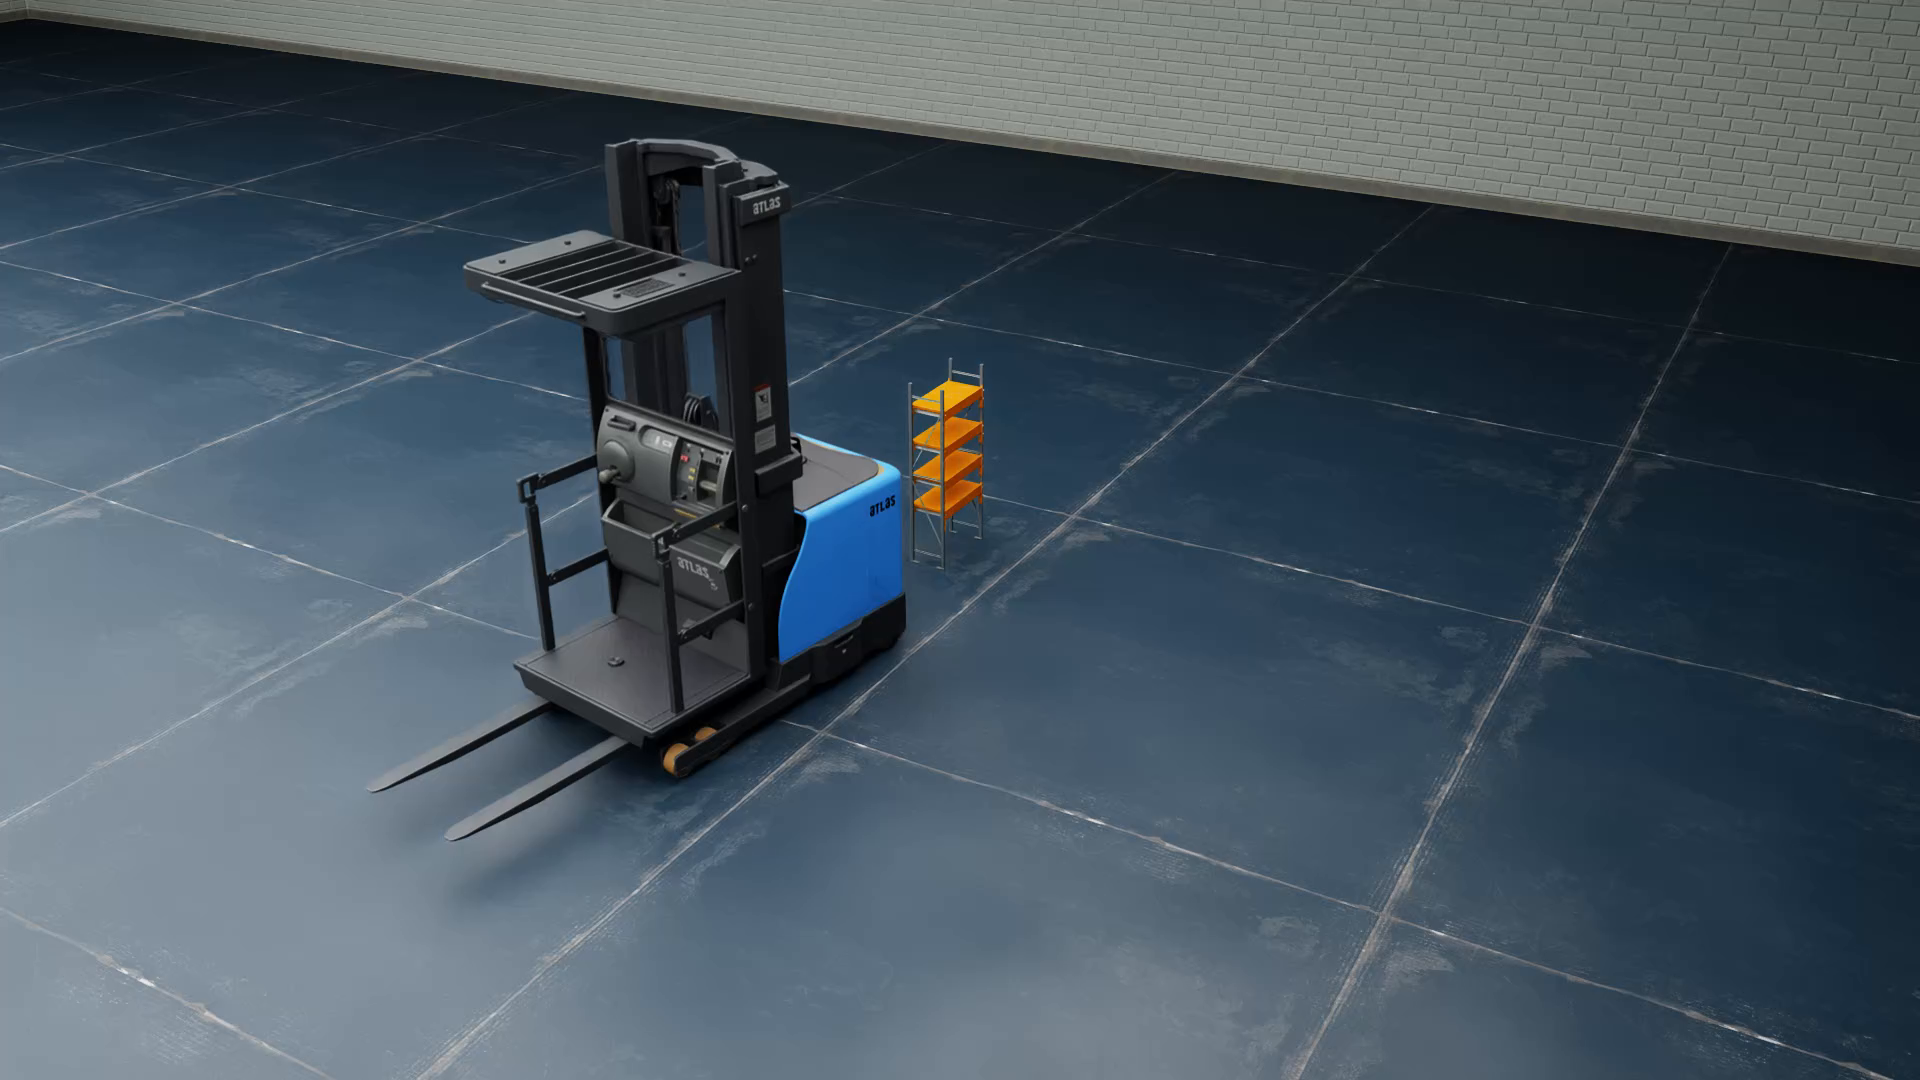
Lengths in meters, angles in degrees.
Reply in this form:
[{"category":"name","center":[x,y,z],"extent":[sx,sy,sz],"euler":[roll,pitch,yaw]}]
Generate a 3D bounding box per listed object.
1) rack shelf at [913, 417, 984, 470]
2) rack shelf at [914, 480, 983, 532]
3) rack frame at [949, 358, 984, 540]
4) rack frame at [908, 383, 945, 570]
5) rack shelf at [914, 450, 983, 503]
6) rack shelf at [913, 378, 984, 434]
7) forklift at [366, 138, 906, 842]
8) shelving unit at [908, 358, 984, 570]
[{"category":"rack shelf","center":[-0.081,-0.612,10.283],"extent":[0.258,0.148,0.480],"euler":[14,30,26]},{"category":"rack shelf","center":[-0.081,-0.234,10.472],"extent":[0.258,0.148,0.480],"euler":[14,30,26]},{"category":"rack frame","center":[0.039,-0.567,10.543],"extent":[0.240,1.200,0.015],"euler":[14,30,26]},{"category":"rack frame","center":[-0.201,-0.377,10.163],"extent":[0.240,1.200,0.015],"euler":[14,30,26]},{"category":"rack shelf","center":[-0.081,-0.412,10.383],"extent":[0.258,0.148,0.480],"euler":[14,30,26]},{"category":"rack shelf","center":[-0.081,-0.823,10.177],"extent":[0.258,0.148,0.480],"euler":[14,30,26]},{"category":"forklift","center":[-1.621,-0.369,8.213],"extent":[1.130,2.935,3.031],"euler":[20,33,34]},{"category":"shelving unit","center":[-0.081,-0.472,10.353],"extent":[0.258,1.200,0.503],"euler":[14,30,26]}]
